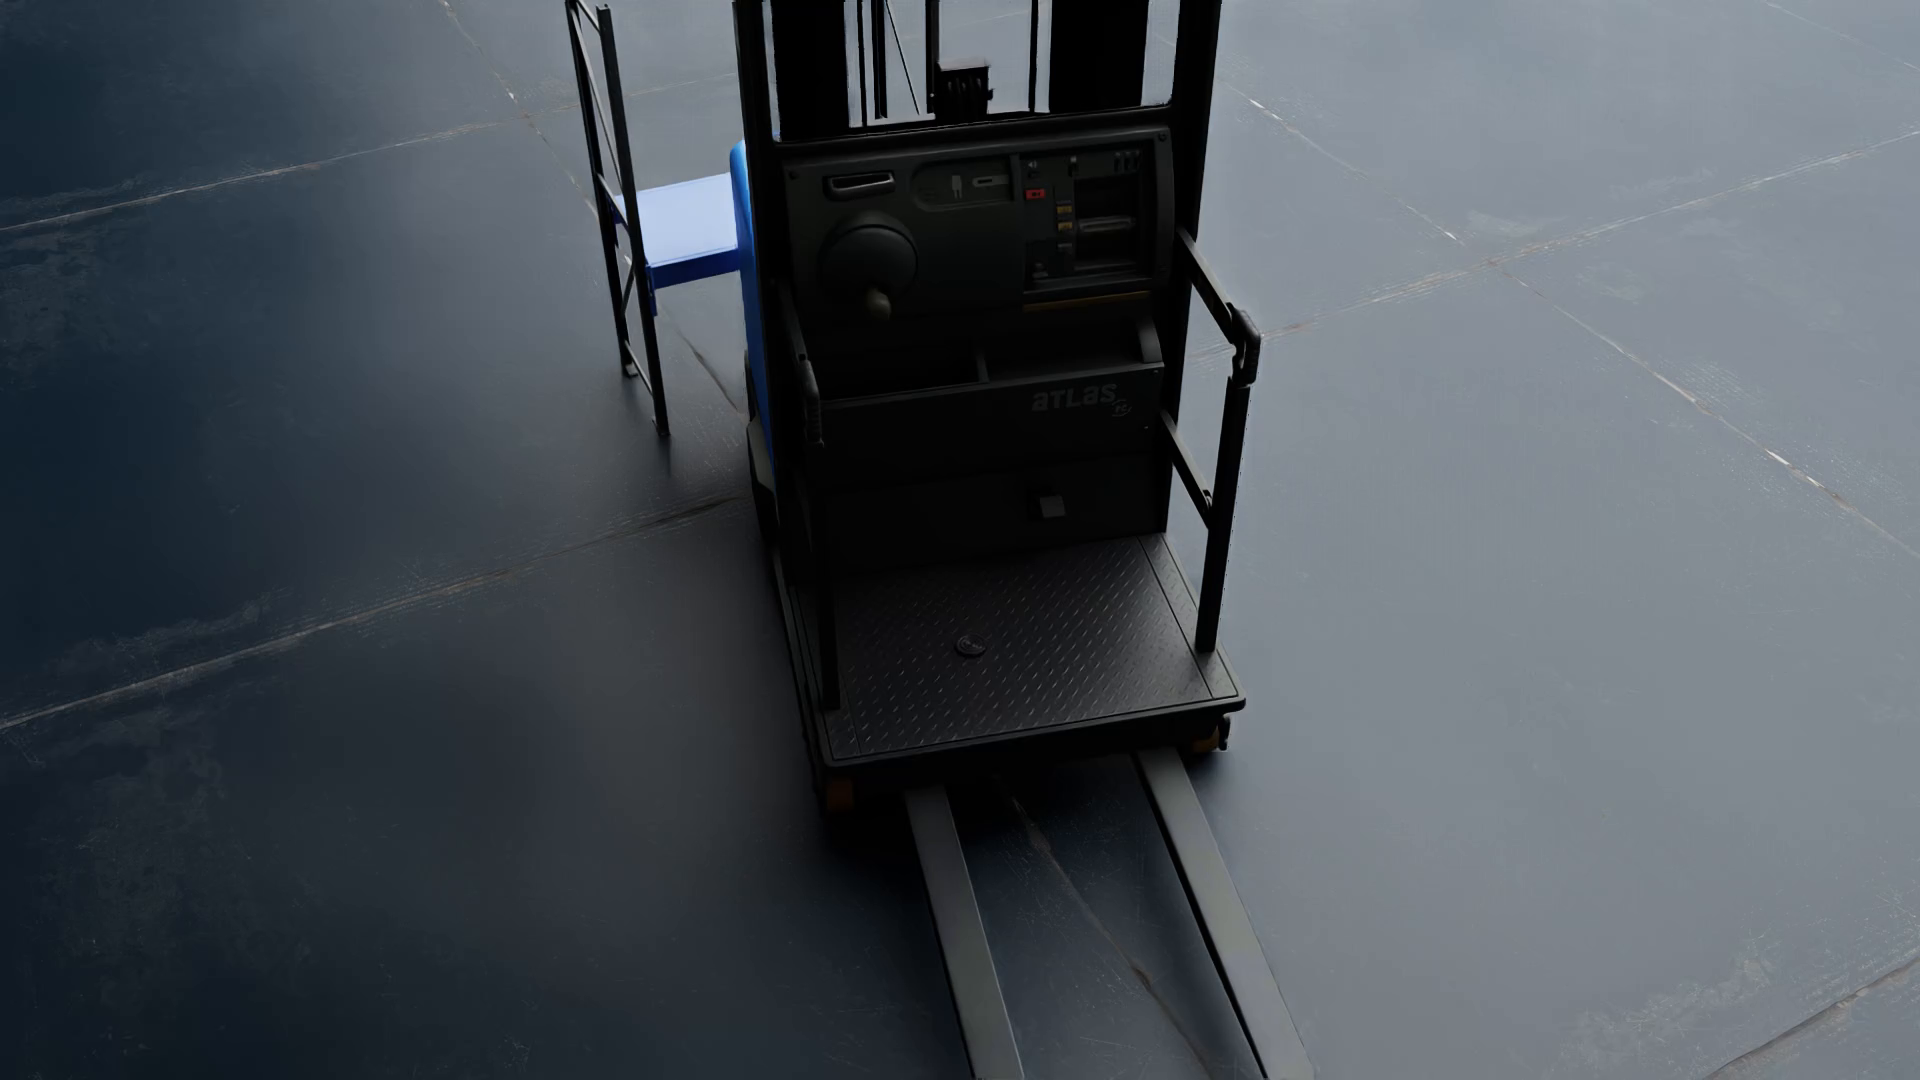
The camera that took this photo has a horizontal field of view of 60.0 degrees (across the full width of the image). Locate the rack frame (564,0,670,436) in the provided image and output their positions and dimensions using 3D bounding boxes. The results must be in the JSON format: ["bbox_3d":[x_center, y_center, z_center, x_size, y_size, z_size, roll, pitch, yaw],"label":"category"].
[{"bbox_3d":[-1.108,-1.077,5.361,0.032,1.500,0.500,-16,43,-19],"label":"rack frame"}]

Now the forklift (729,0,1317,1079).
[{"bbox_3d":[0.102,-0.667,3.769,1.130,2.935,3.031,-8,41,-9],"label":"forklift"}]

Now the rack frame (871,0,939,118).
[{"bbox_3d":[-0.183,-1.350,5.684,0.032,1.500,0.500,-16,43,-19],"label":"rack frame"}]

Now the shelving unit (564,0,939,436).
[{"bbox_3d":[-0.645,-1.213,5.522,1.048,1.500,0.538,-16,43,-19],"label":"shelving unit"}]

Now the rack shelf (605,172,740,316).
[{"bbox_3d":[-0.645,-1.076,5.639,1.000,0.185,0.538,-16,43,-19],"label":"rack shelf"}]
